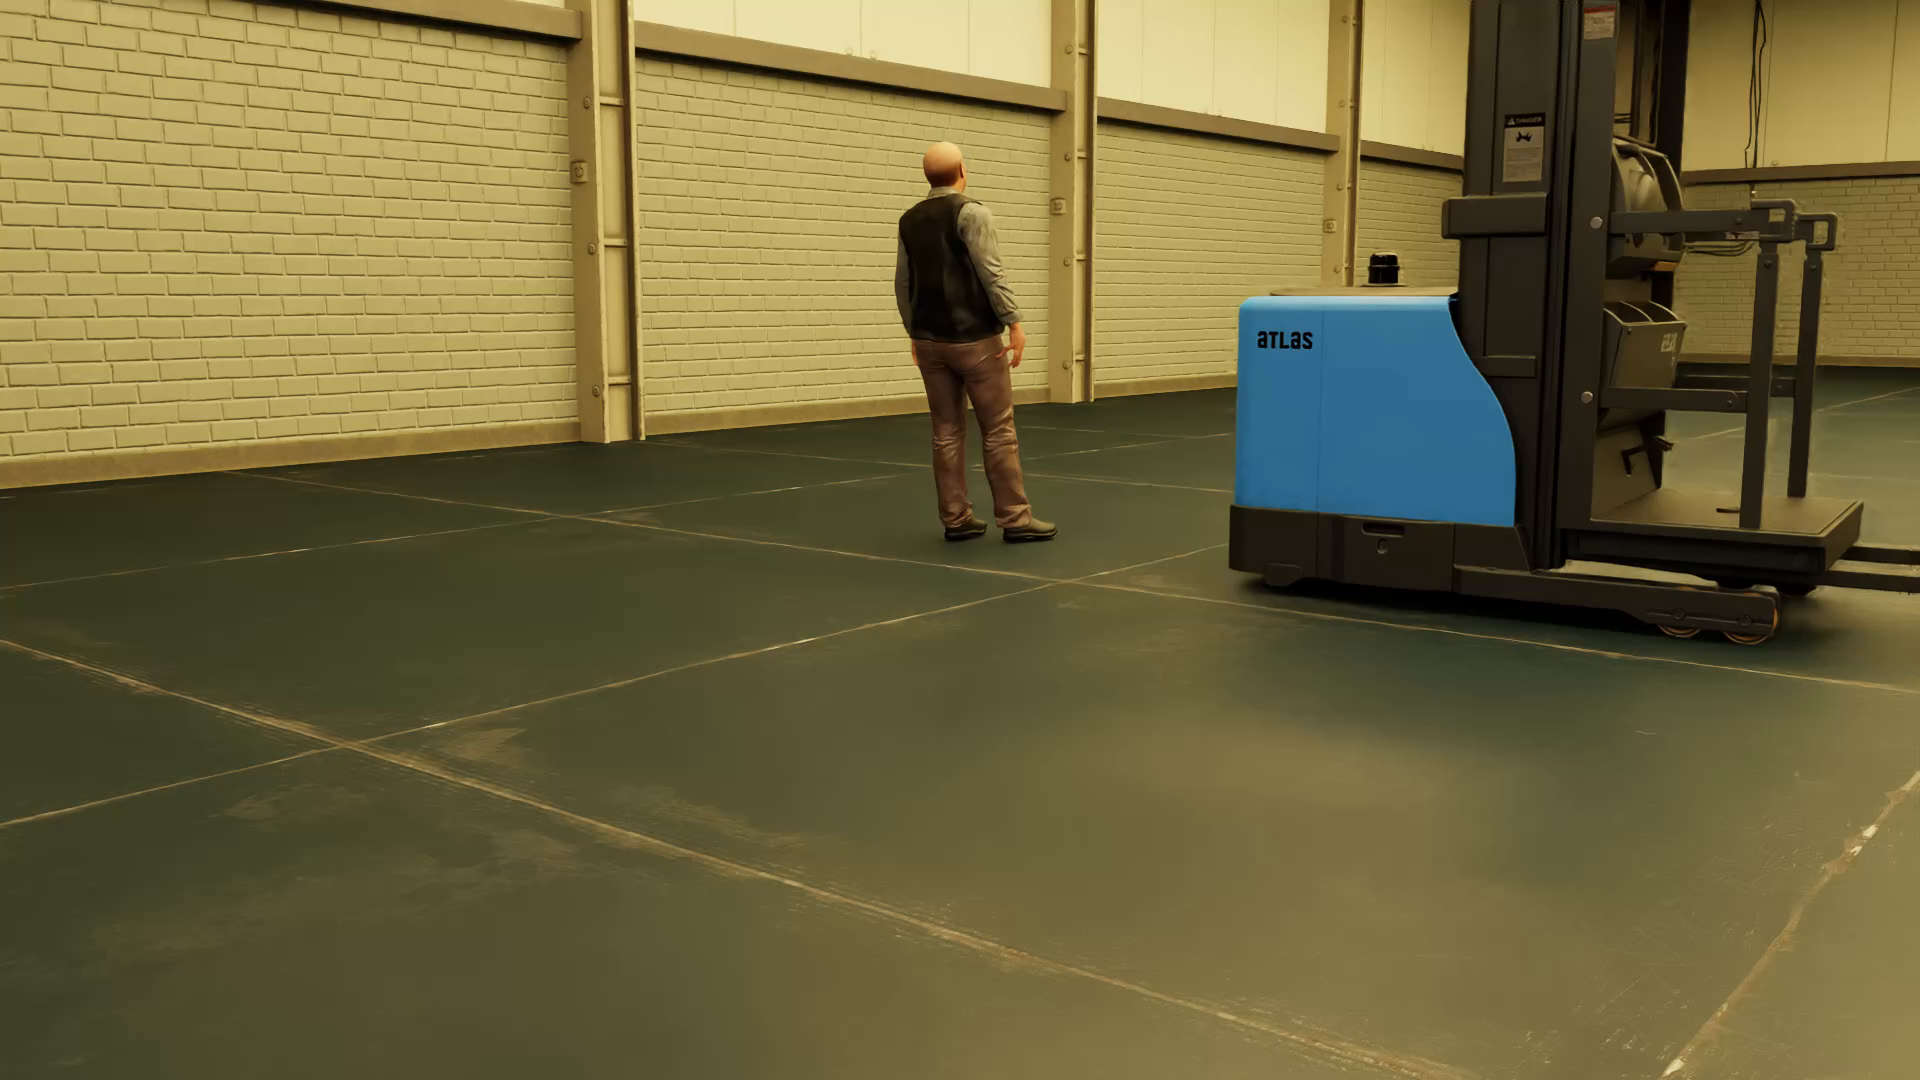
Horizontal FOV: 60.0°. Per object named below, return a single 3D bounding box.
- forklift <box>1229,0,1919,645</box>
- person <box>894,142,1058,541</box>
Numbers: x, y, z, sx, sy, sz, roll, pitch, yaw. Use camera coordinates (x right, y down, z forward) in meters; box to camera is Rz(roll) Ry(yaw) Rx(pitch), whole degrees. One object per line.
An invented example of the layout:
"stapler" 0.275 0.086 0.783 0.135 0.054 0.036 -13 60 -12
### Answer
"forklift" 2.509 -1.210 5.554 3.031 2.935 1.130 6 10 34
"person" 0.045 -0.866 7.323 0.634 1.722 0.566 7 11 38
